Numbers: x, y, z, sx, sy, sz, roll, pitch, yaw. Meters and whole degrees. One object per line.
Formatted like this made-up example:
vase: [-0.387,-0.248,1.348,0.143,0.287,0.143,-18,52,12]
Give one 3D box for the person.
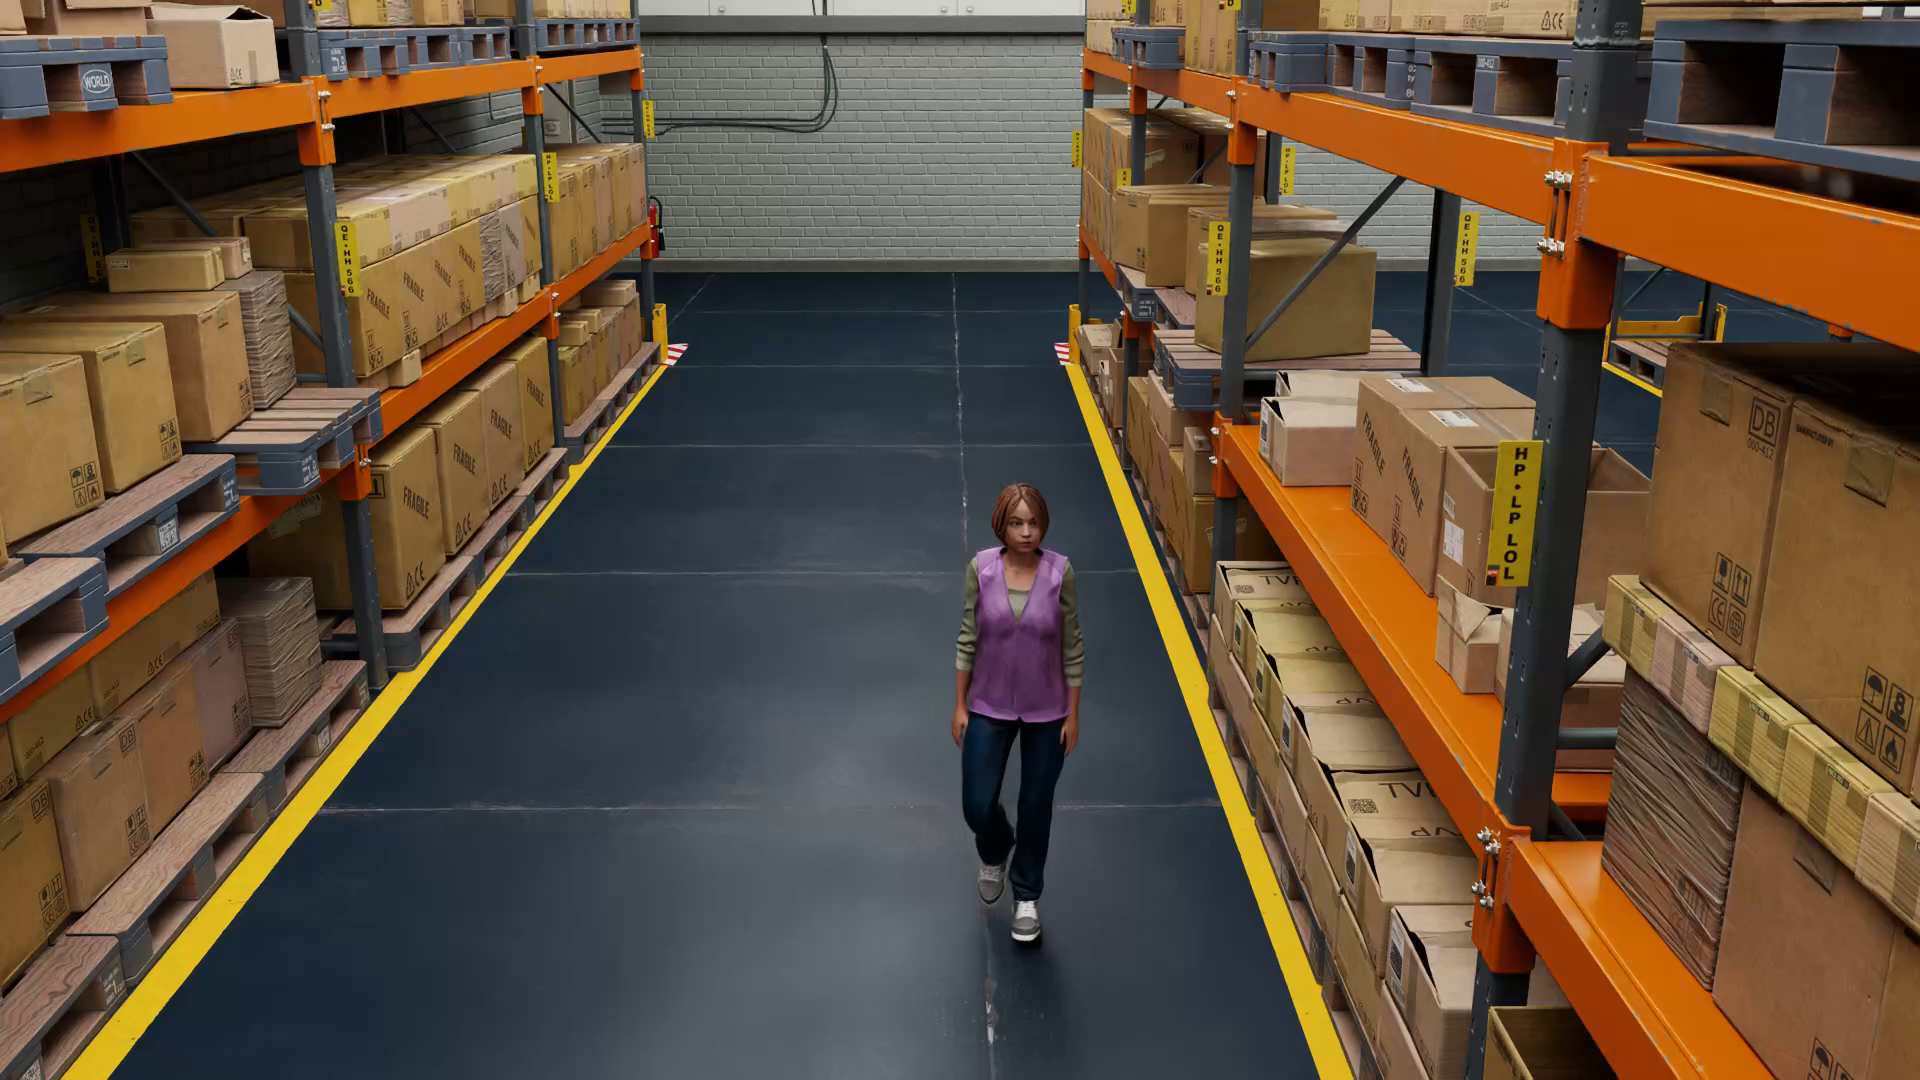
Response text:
person: [0.193,0.589,5.593,0.448,1.596,0.435,1,17,2]
